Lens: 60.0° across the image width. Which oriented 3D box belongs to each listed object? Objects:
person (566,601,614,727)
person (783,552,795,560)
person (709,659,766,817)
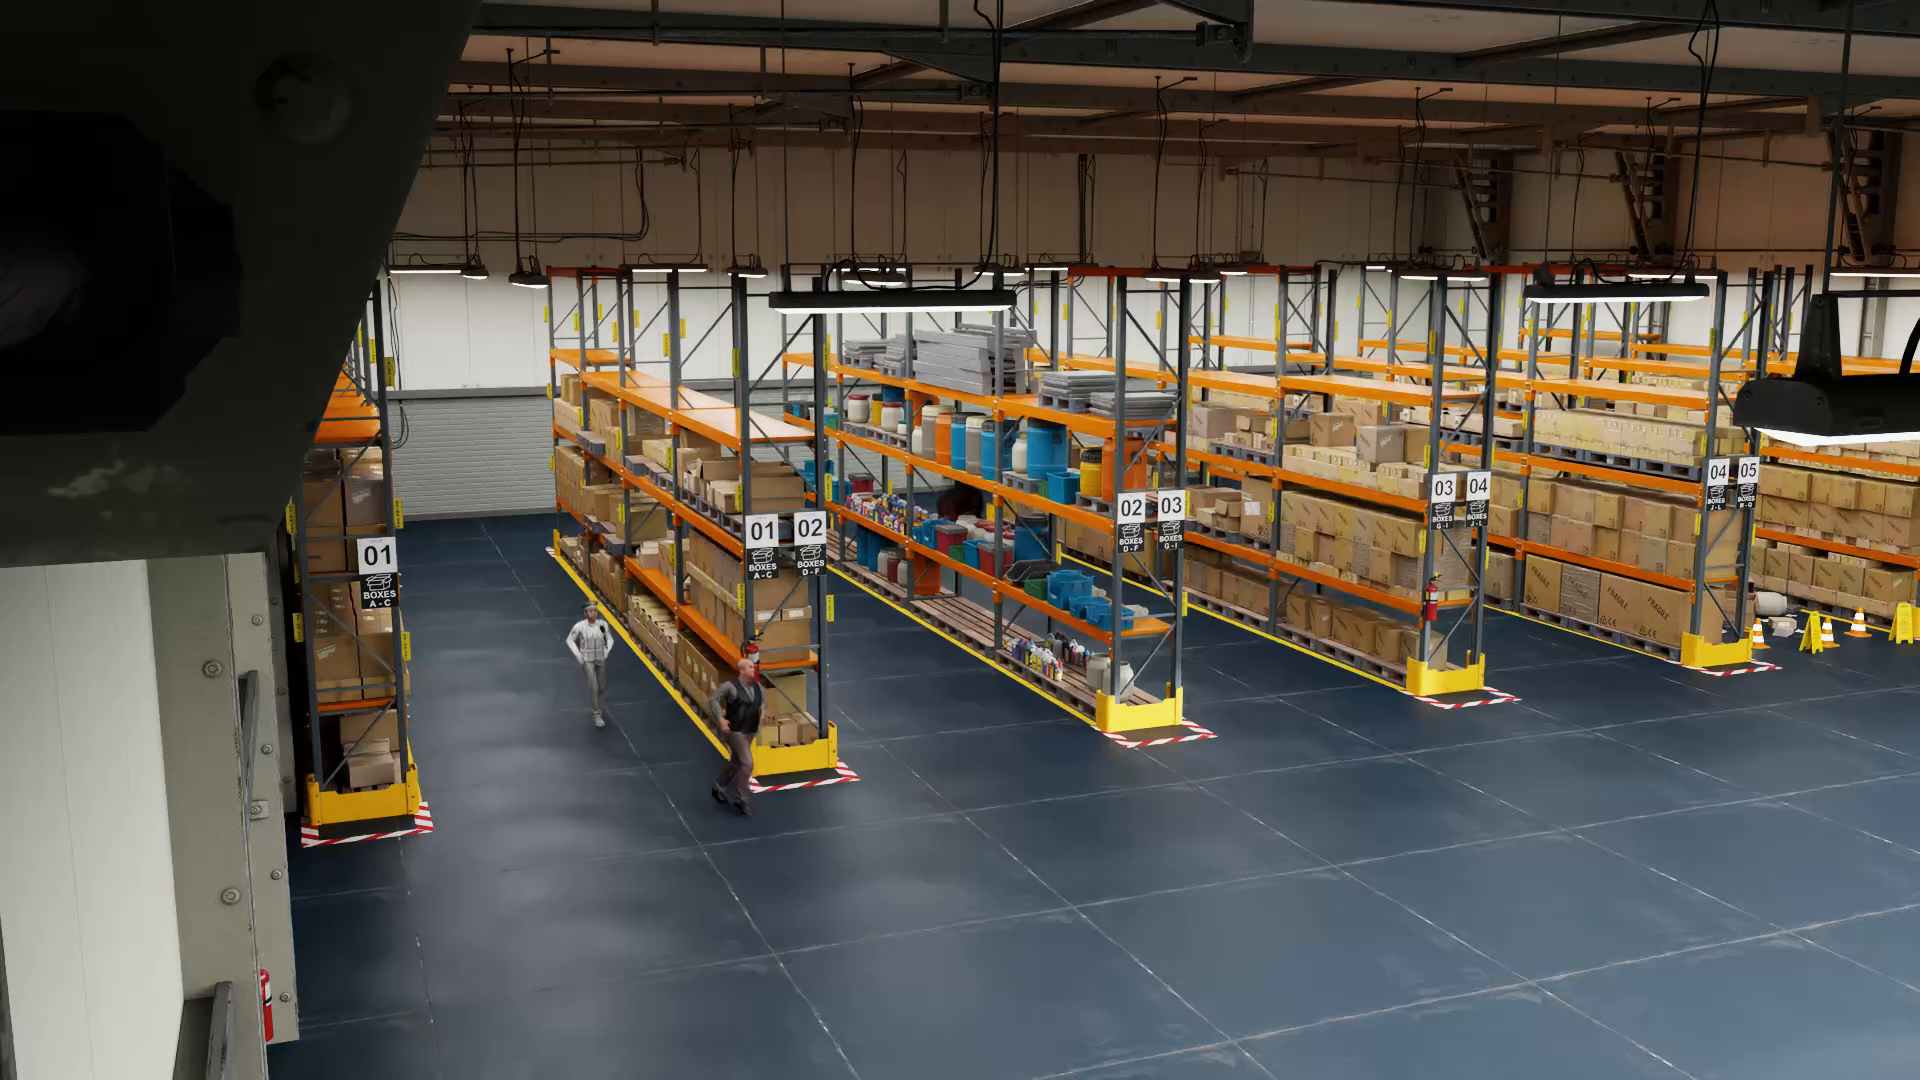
[{"bbox_3d":[-4.987,1.631,22.509,0.625,1.681,0.720,-5,11,-28],"label":"person"},{"bbox_3d":[-3.044,0.113,29.339,0.673,1.891,0.739,-5,11,-25],"label":"person"},{"bbox_3d":[-2.513,2.224,19.063,0.718,1.754,0.641,6,12,31],"label":"person"}]
